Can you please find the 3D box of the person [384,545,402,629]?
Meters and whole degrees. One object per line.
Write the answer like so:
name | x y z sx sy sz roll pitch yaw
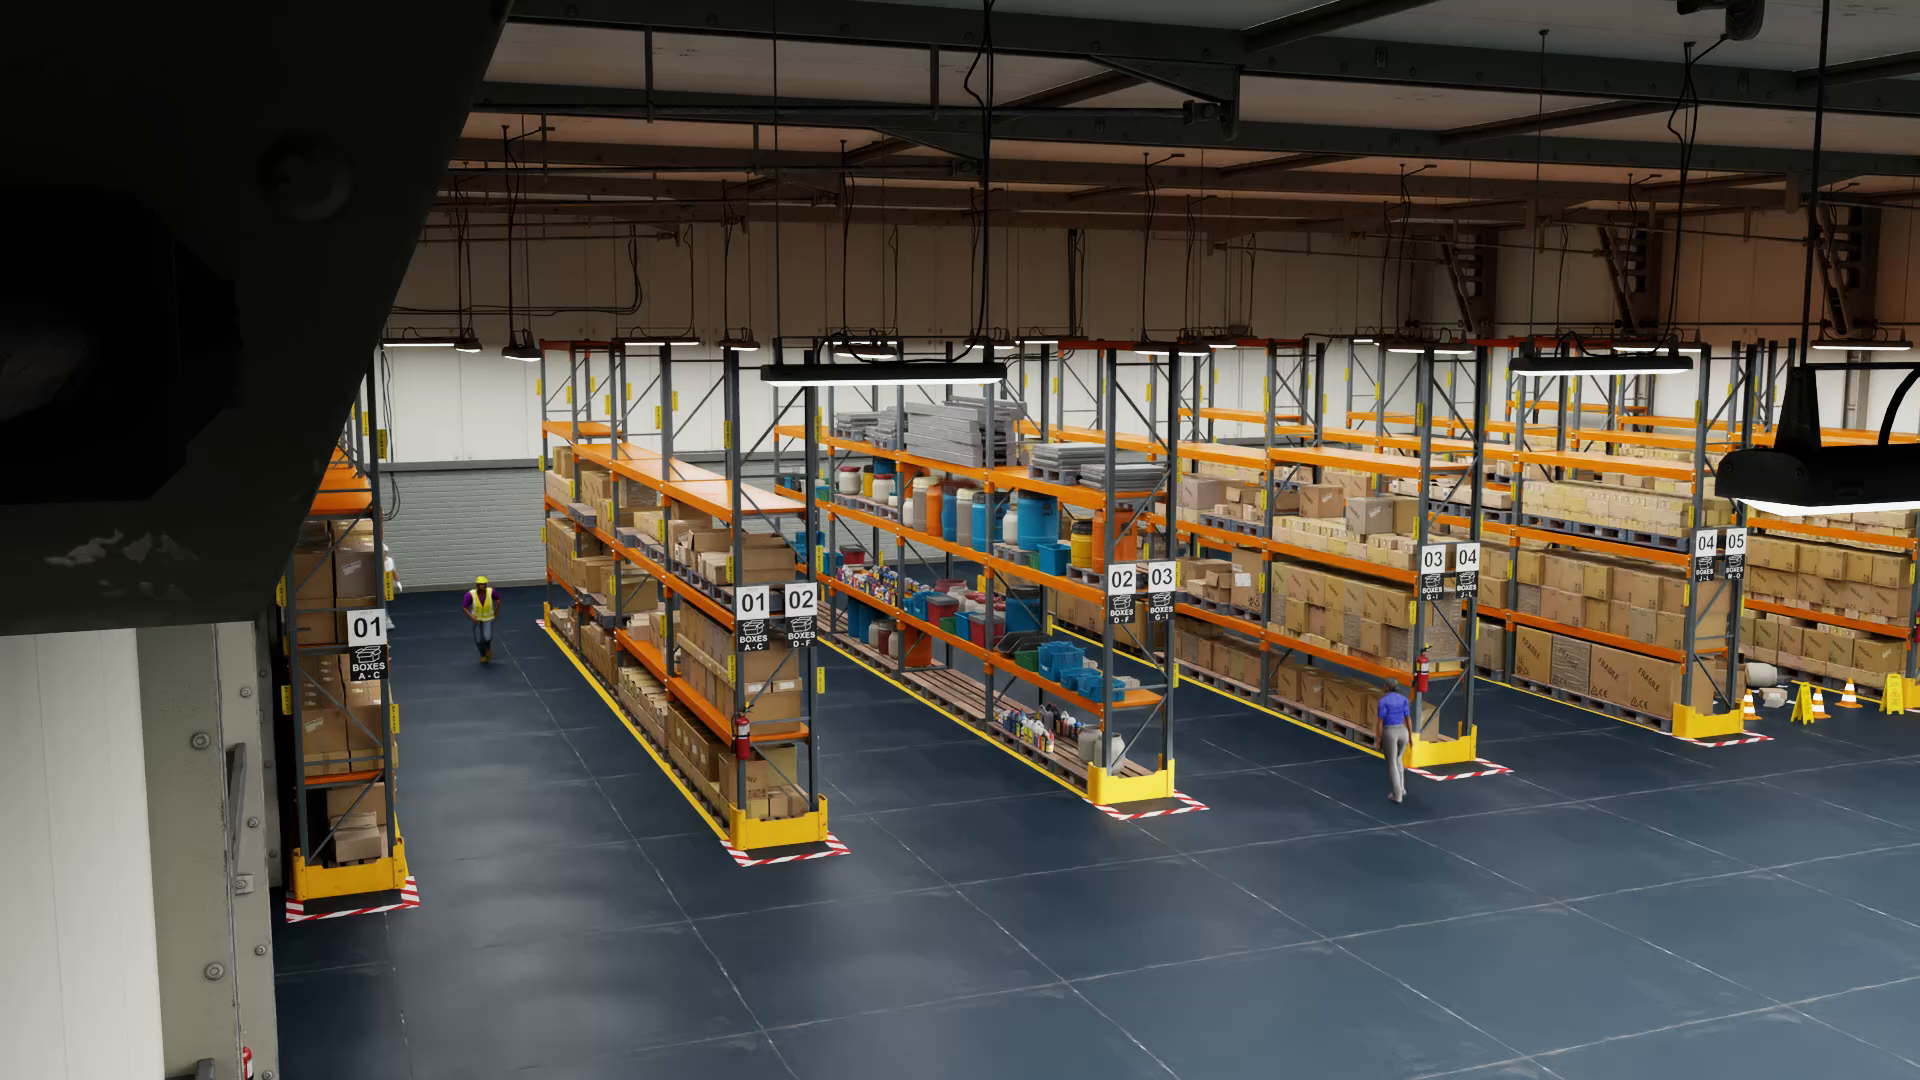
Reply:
person | -11.998 0.946 34.639 1.103 1.714 0.595 6 10 41

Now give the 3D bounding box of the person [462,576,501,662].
person | -8.920 1.476 31.030 0.678 1.666 0.697 -1 8 -11

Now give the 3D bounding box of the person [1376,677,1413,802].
person | 5.776 2.644 22.134 0.479 1.656 0.513 -2 8 -12

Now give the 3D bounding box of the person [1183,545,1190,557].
person | 6.115 -0.143 43.455 0.434 1.597 1.068 -4 8 -27
